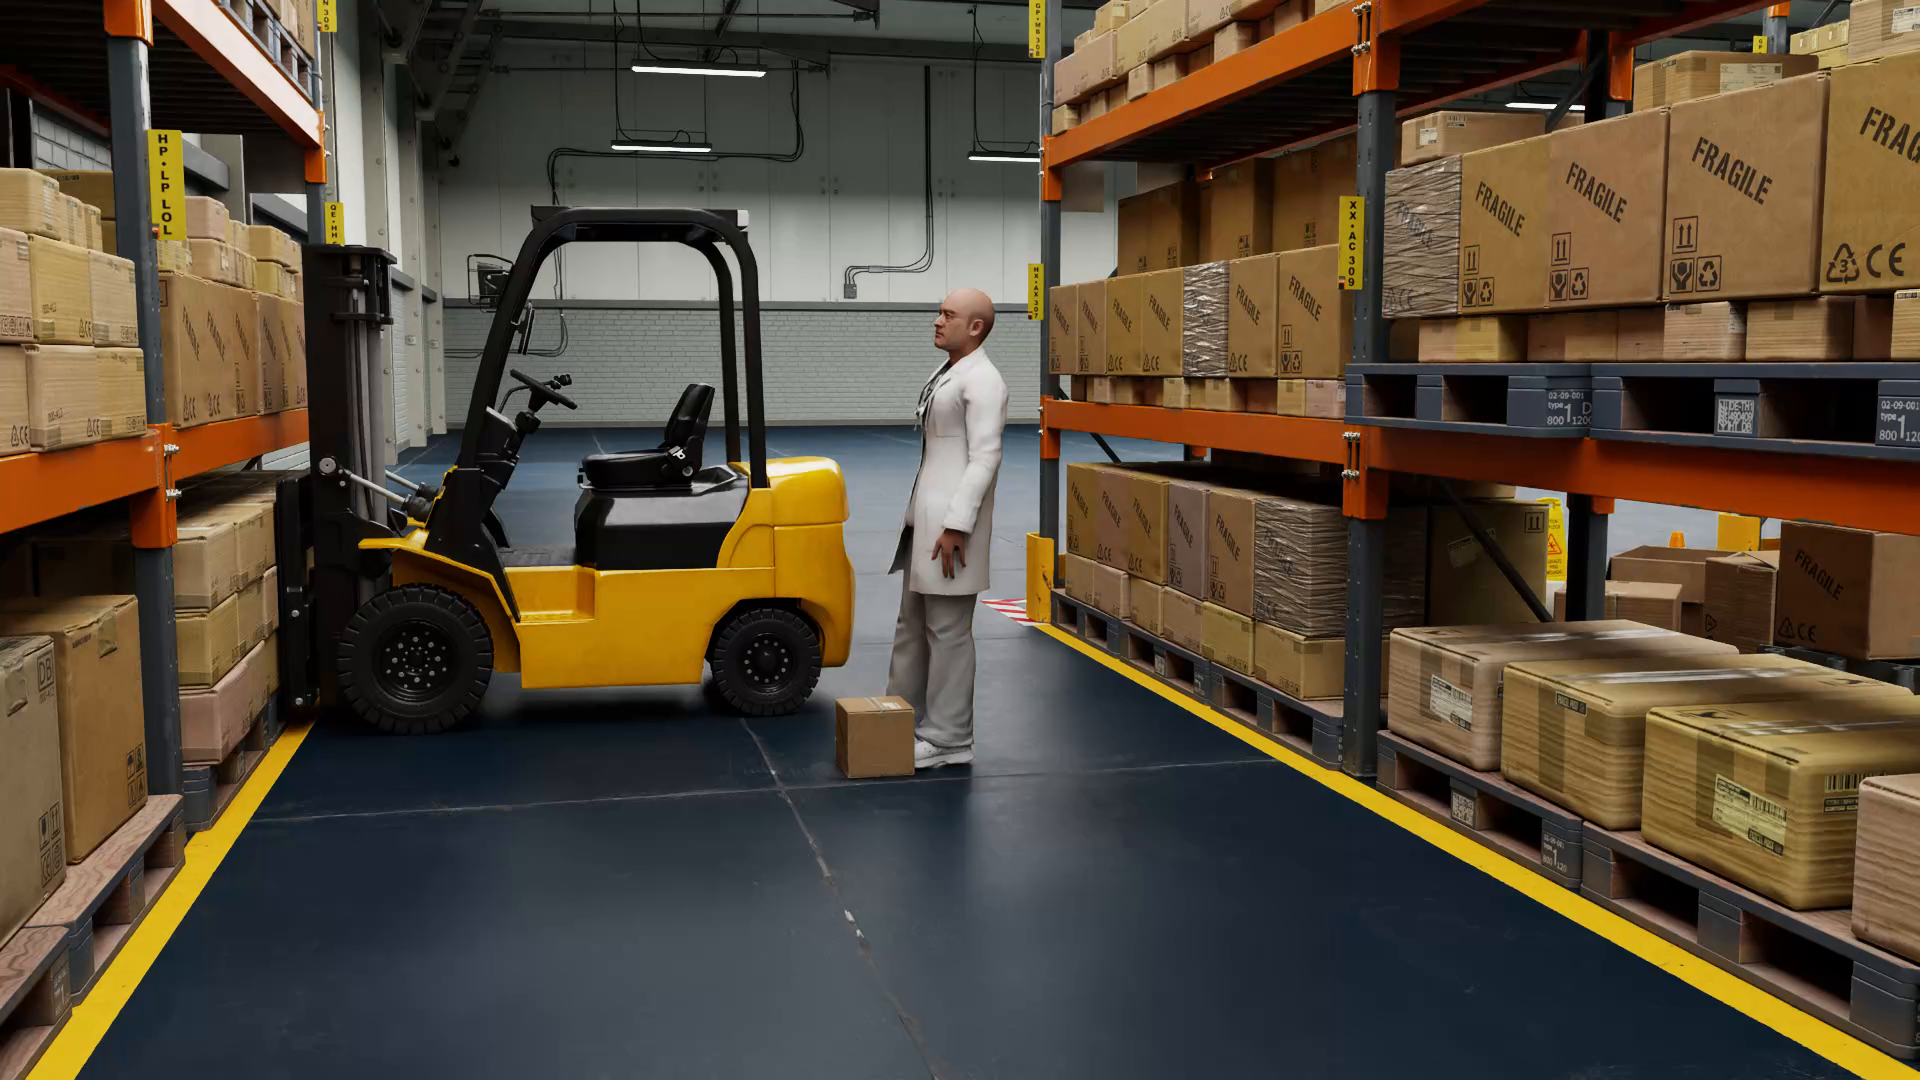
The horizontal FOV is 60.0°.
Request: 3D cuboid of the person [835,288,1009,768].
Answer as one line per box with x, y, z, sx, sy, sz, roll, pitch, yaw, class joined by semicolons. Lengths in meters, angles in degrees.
-0.139;-0.041;6.192;0.578;1.778;0.696;-1;6;-14;person
